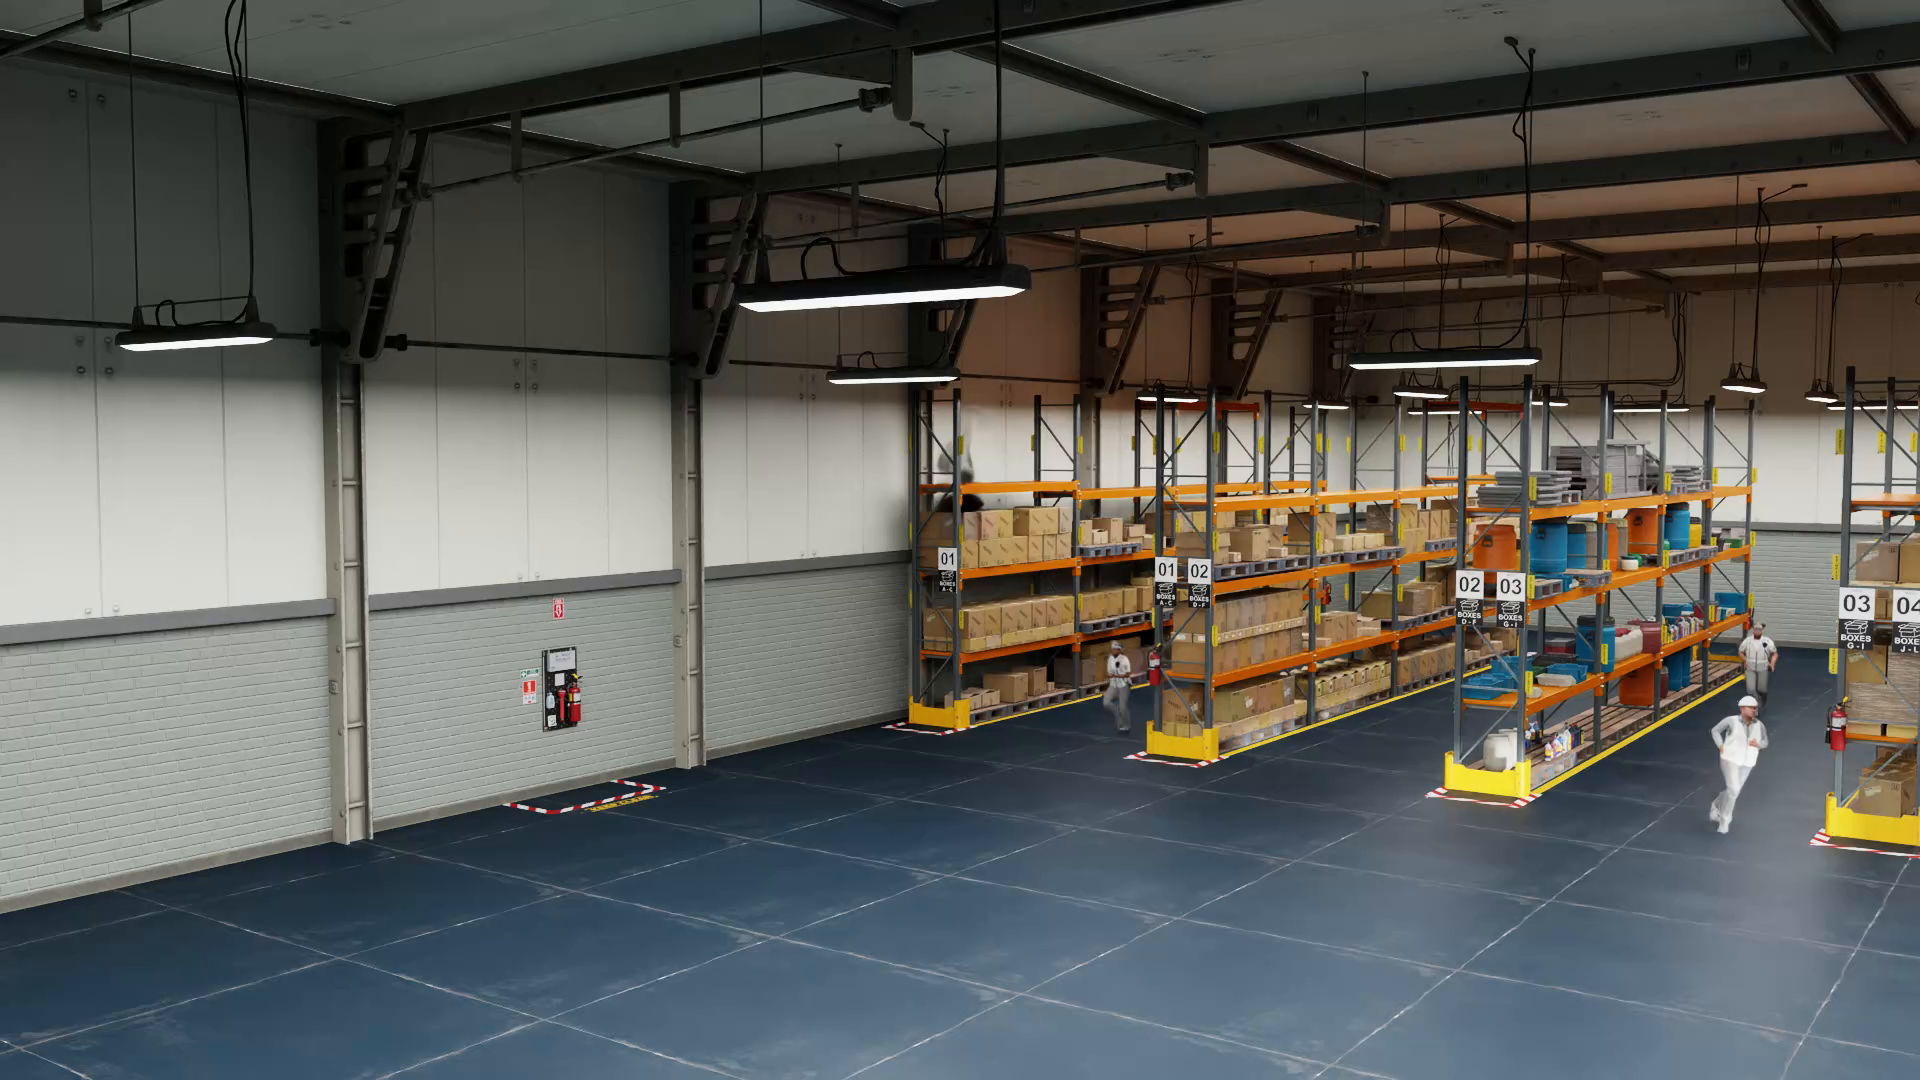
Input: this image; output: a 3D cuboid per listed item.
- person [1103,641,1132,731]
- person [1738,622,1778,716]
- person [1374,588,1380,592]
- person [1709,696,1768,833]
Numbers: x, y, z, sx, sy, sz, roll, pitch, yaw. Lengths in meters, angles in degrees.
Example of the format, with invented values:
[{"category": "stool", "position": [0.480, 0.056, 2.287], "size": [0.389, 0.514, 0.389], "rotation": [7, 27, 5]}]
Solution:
[{"category": "person", "position": [2.739, 2.525, 28.789], "size": [0.527, 1.602, 0.740], "rotation": [2, 4, 37]}, {"category": "person", "position": [14.818, 2.382, 30.913], "size": [0.665, 1.746, 0.603], "rotation": [2, 4, 30]}, {"category": "person", "position": [9.548, 1.962, 38.149], "size": [0.681, 1.730, 0.632], "rotation": [2, 4, 32]}, {"category": "person", "position": [10.150, 2.921, 21.741], "size": [0.702, 1.810, 0.705], "rotation": [0, 3, -5]}]
